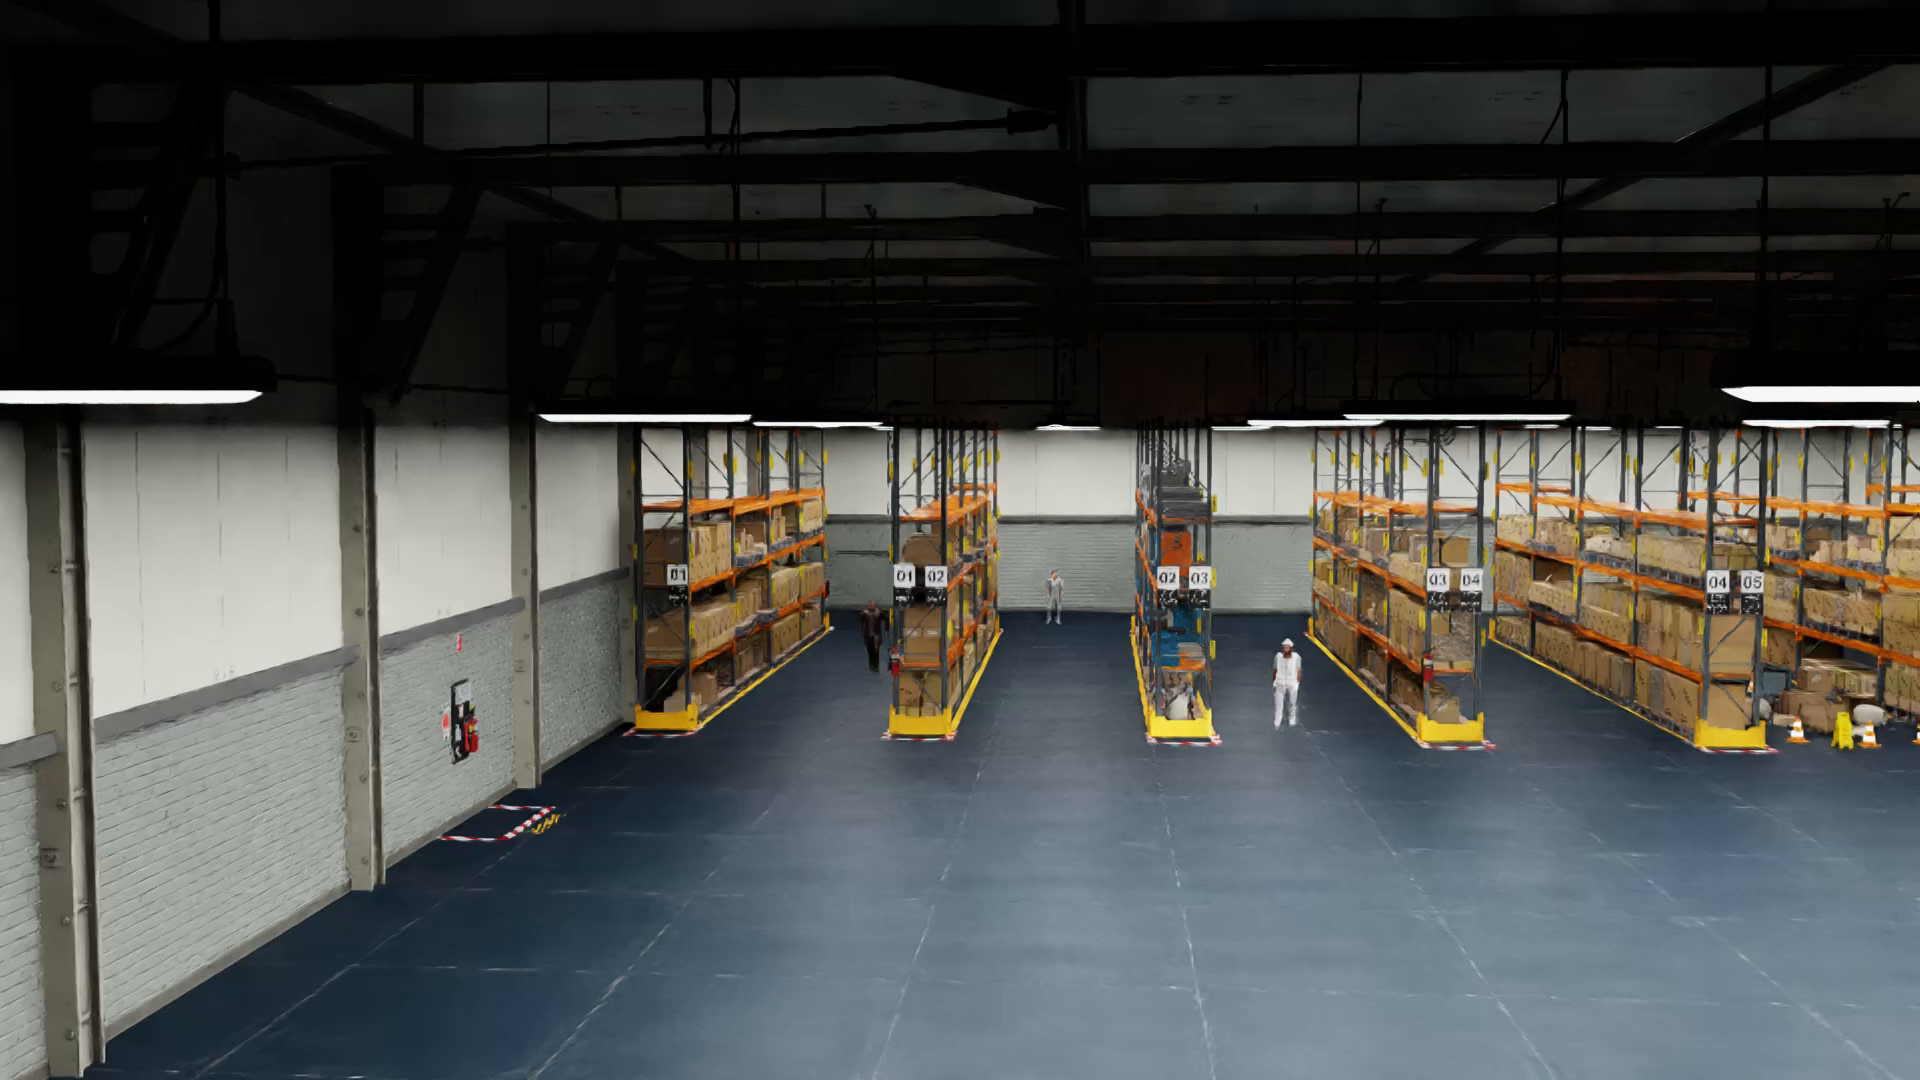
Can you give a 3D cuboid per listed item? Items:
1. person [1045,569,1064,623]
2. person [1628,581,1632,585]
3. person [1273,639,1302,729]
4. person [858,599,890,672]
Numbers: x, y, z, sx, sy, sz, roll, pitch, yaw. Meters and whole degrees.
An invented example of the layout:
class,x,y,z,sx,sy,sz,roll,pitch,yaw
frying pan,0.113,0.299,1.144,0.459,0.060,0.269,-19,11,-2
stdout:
class,x,y,z,sx,sy,sz,roll,pitch,yaw
person,2.832,1.674,49.771,0.580,1.618,0.507,0,4,3
person,18.460,1.918,45.572,0.604,1.650,0.617,0,4,-7
person,6.299,2.754,32.020,0.555,1.721,1.024,1,4,14
person,-2.084,2.261,39.852,0.736,1.717,0.903,1,4,10
